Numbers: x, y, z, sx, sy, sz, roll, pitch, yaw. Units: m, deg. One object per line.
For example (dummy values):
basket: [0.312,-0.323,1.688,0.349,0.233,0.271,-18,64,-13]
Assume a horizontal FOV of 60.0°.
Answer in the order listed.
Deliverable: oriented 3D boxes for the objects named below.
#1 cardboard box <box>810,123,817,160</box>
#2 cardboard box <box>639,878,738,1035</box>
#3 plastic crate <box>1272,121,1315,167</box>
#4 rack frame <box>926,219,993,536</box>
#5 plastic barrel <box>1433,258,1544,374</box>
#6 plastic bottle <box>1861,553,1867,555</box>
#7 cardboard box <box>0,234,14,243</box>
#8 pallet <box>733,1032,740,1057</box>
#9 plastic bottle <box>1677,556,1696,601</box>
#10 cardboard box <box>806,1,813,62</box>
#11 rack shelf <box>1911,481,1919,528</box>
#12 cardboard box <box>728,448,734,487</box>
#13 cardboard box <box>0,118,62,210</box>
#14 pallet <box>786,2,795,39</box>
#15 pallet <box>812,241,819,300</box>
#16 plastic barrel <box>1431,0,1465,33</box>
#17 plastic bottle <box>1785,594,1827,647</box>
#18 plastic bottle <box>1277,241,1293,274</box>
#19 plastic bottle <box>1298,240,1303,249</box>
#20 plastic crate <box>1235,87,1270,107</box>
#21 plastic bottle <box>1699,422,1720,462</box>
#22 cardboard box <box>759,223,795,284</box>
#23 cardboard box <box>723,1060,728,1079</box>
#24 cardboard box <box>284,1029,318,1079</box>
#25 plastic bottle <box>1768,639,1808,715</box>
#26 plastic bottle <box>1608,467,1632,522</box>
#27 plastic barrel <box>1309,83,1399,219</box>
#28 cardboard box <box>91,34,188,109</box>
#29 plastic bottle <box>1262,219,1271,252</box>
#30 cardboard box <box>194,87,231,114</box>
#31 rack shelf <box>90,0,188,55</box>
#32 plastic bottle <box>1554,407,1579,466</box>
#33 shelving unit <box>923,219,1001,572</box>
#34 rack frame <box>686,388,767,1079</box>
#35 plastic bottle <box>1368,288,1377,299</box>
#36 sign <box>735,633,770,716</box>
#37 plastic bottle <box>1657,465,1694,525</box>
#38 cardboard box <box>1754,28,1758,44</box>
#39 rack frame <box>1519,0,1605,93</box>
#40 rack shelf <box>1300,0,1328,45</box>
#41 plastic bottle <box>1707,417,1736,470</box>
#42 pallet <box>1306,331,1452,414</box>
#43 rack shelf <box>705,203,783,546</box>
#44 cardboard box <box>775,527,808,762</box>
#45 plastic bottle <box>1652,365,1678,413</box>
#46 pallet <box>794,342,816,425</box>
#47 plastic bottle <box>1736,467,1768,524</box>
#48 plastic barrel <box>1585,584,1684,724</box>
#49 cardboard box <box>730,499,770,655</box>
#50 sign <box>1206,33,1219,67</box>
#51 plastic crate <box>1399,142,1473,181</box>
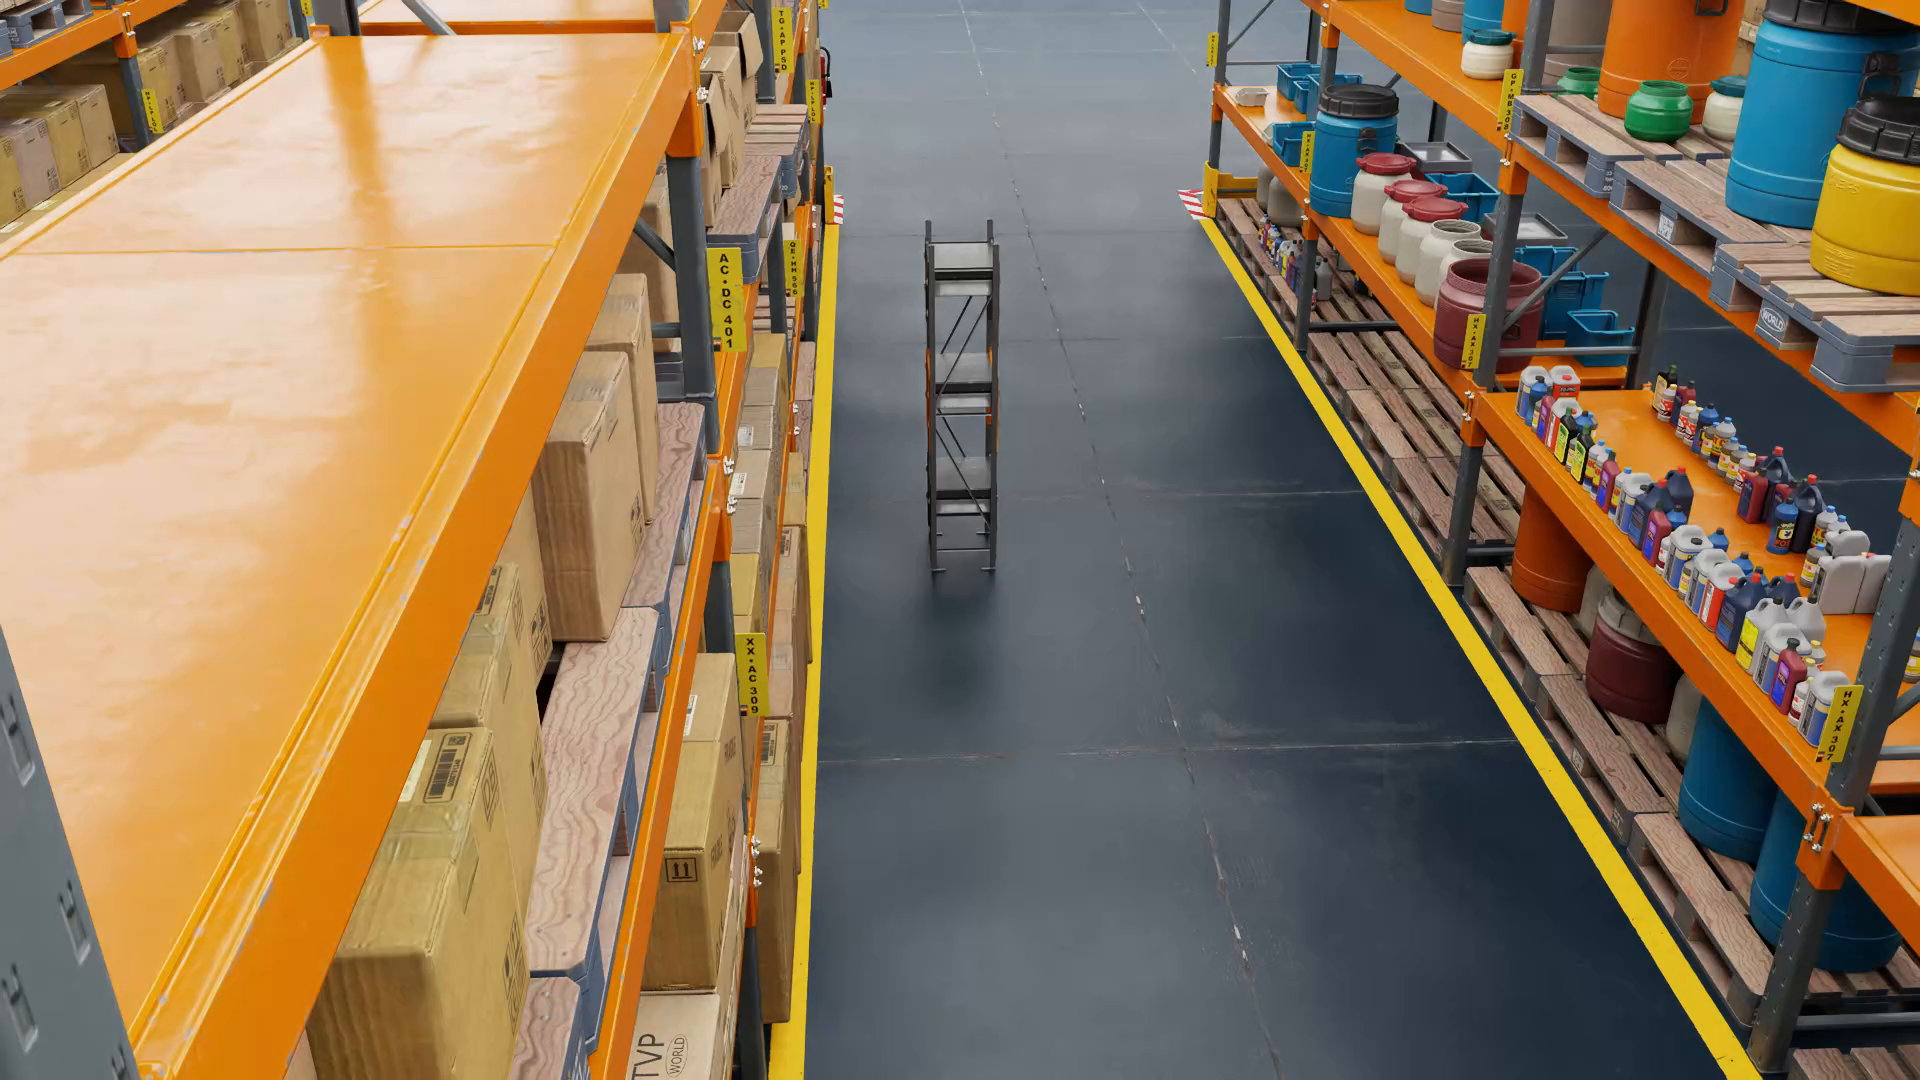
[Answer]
cardboard box: [-1.624,-3.423,13.639,0.875,0.500,0.500,-1,28,-3]
cardboard box: [-0.939,1.260,4.931,0.500,0.250,0.500,-1,28,-1]
plastic crate: [2.945,-3.364,14.116,0.499,0.251,0.616,-1,28,-3]
rack frame: [-0.004,-0.967,10.334,0.400,2.100,0.015,-1,28,-3]
plastic barrel: [3.156,-1.345,9.938,0.600,0.536,0.708,-1,28,-3]
plastic bottle: [4.021,0.153,7.428,0.097,0.201,0.097,0,28,0]
cardboard box: [-6.231,-1.611,10.487,0.500,0.500,0.500,-1,28,-3]
pallet: [-1.370,1.771,7.126,1.003,0.211,1.213,-1,28,-3]
plastic bottle: [3.263,0.167,7.402,0.097,0.201,0.097,0,28,0]
cardboard box: [-1.532,-4.331,14.300,0.500,0.500,0.500,-1,28,-3]
rack shelf: [3.797,0.682,3.733,1.077,0.370,4.000,-1,28,-3]
cardboard box: [-1.320,-0.212,6.720,0.797,0.503,0.637,-1,28,-2]
cardboard box: [-6.544,-2.520,11.149,0.700,0.500,0.500,-1,28,-2]
pallet: [-1.689,-3.286,10.765,1.213,0.211,1.003,-1,28,-3]
pallet: [-1.809,-2.443,15.206,1.003,0.211,1.213,-1,28,-3]
plastic barrel: [3.552,-3.946,11.286,0.600,0.901,0.600,0,28,0]
plastic bottle: [3.461,0.371,6.848,0.144,0.351,0.185,-1,28,-3]
plastic bottle: [2.922,-2.516,14.800,0.152,0.276,0.135,-1,28,-2]
plastic bottle: [3.028,-2.522,14.803,0.061,0.283,0.133,-1,28,-3]
plastic crate: [2.791,-4.234,15.910,0.298,0.136,0.250,-1,28,-3]
plastic bottle: [3.946,-0.518,8.714,0.097,0.201,0.097,0,28,0]
cardboard box: [-1.321,-1.857,10.776,0.500,0.250,0.500,-2,28,-4]
cardboard box: [-0.857,1.609,4.694,0.380,0.149,0.250,-1,28,-2]
cardboard box: [-1.126,0.893,1.881,0.700,0.500,0.500,-3,28,-6]
plastic bottle: [3.291,0.541,6.595,0.061,0.283,0.133,-1,28,-3]
plastic bottle: [3.222,-0.226,8.078,0.097,0.271,0.097,0,28,0]
plastic barrel: [2.992,-2.962,12.643,0.600,0.901,0.708,-1,28,-3]
cardboard box: [-6.760,-3.700,13.271,0.875,0.550,0.550,-1,28,-3]
plastic bottle: [2.843,-2.813,15.362,0.061,0.283,0.133,-1,28,-2]
cardboard box: [-6.623,-3.475,14.006,0.875,0.550,0.550,-1,28,-3]
rack shelf: [-6.735,-4.667,13.989,1.077,0.370,4.000,-1,28,-3]
plastic bottle: [3.169,-0.542,8.671,0.061,0.283,0.133,-1,28,-3]
shelving unit: [0.009,-0.855,10.118,0.431,2.100,0.503,-1,28,-3]
rack frame: [-1.254,0.889,5.802,1.000,3.000,0.127,-1,28,-3]
plastic bottle: [3.545,-2.219,14.223,0.061,0.283,0.133,-1,28,-3]
sign: [-0.700,0.456,5.610,0.100,0.325,0.005,-1,28,-3]
plastic bottle: [3.405,-0.200,7.943,0.144,0.351,0.185,-1,28,-3]
cardboard box: [7.846,-4.799,15.897,0.380,0.149,0.250,-1,28,-2]
rack frame: [3.483,-3.738,8.186,1.000,3.000,0.127,-1,28,-3]
rack shelf: [3.170,-4.860,14.358,1.077,0.370,4.000,-1,28,-3]
plastic bottle: [3.951,-0.504,8.612,0.097,0.271,0.097,0,28,0]
pallet: [3.354,-1.327,13.066,1.003,0.211,1.213,-1,28,-3]
rack shelf: [-1.359,-1.046,7.045,1.077,0.370,4.000,-1,28,-3]
cardboard box: [-1.409,0.529,8.336,1.225,0.875,0.875,-1,28,-2]
plastic bottle: [3.930,-0.850,9.261,0.061,0.283,0.133,-1,28,-3]
pallet: [-1.630,-1.210,12.841,1.003,0.211,1.213,-1,28,-3]
plastic bottle: [3.856,-0.233,8.079,0.061,0.283,0.133,-1,28,-3]
plastic barrel: [3.585,0.552,8.601,0.600,0.588,0.708,-1,28,-3]
cardboard box: [-1.081,0.163,7.086,0.500,0.500,0.500,-2,28,-4]
sign: [2.516,-4.884,16.571,0.100,0.325,0.005,-1,28,-3]
plastic crate: [3.605,-2.737,12.685,0.402,0.464,0.583,-1,28,-3]
